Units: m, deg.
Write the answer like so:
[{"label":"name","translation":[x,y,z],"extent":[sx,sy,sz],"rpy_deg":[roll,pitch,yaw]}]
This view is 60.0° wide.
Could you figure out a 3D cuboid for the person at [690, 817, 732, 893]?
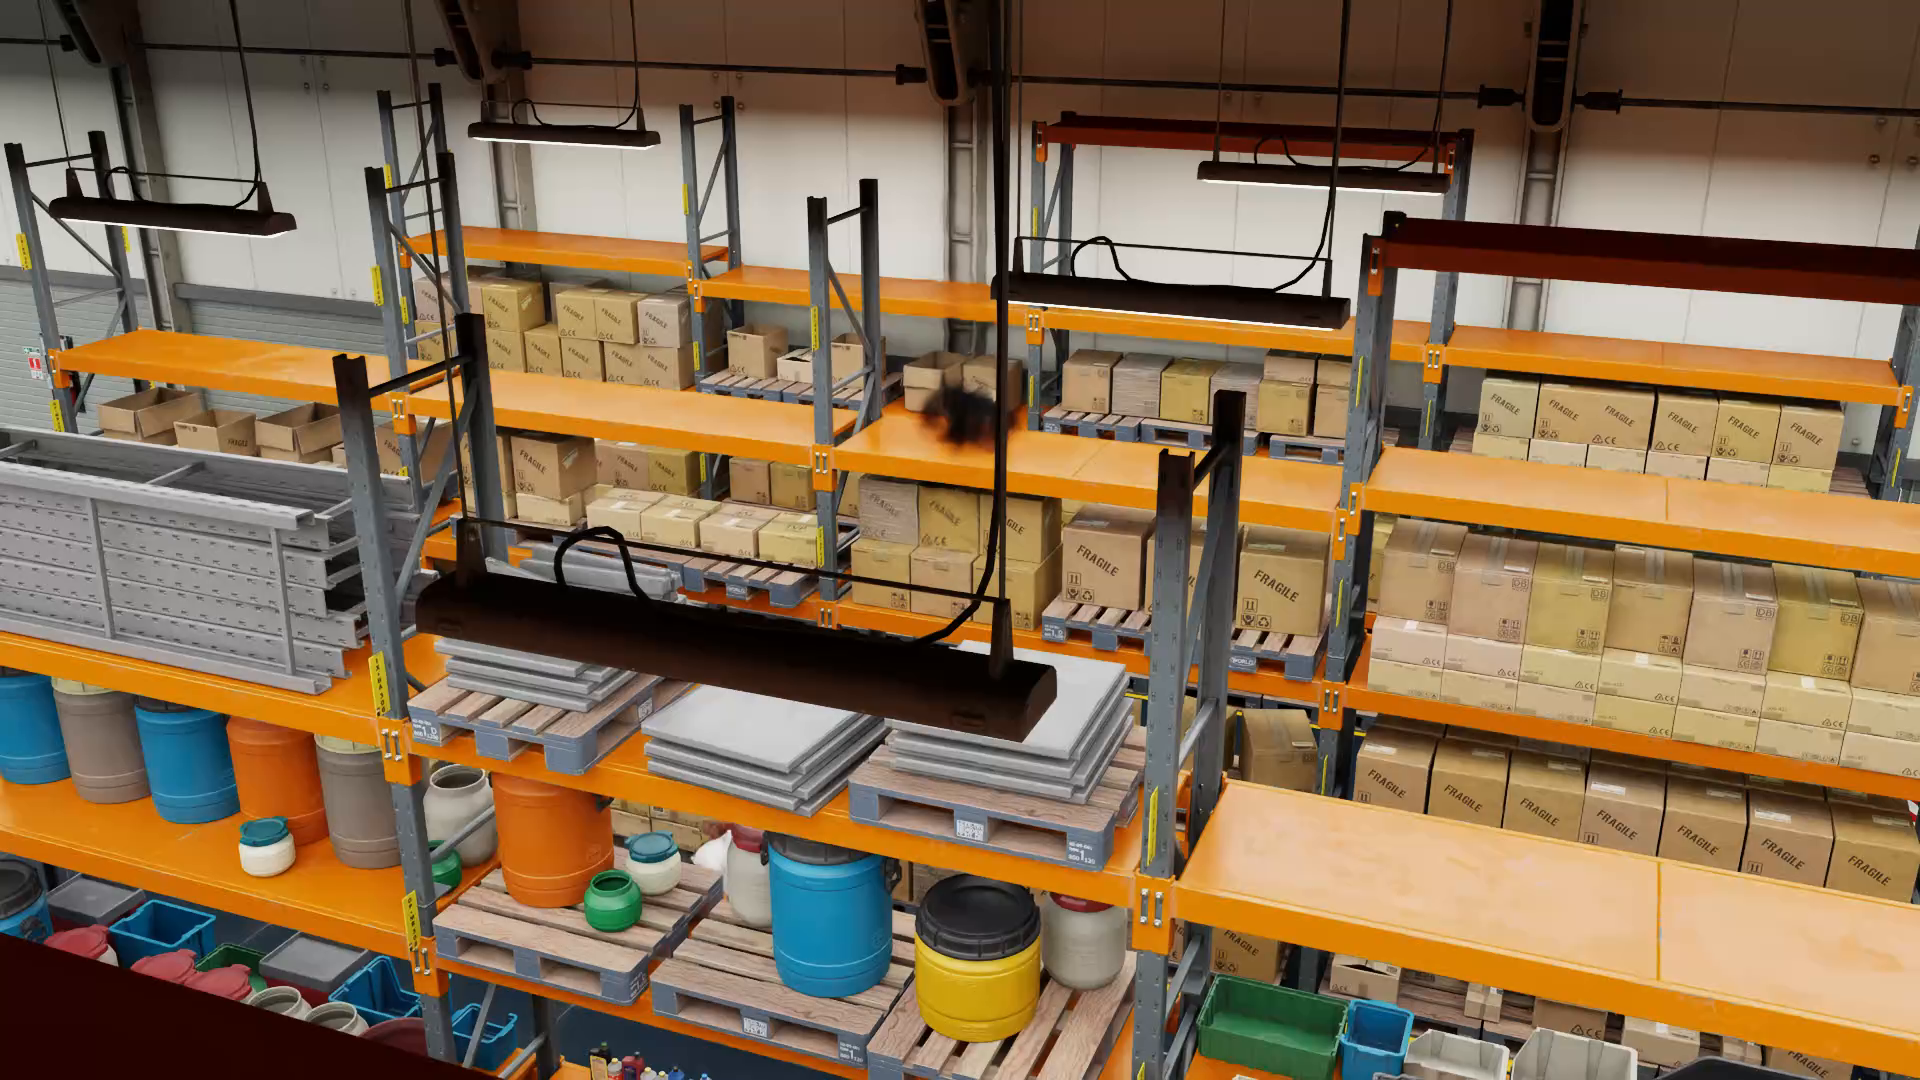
[{"label":"person","translation":[-1.732,2.712,12.088],"extent":[0.967,1.782,0.710],"rpy_deg":[5,21,12]}]
